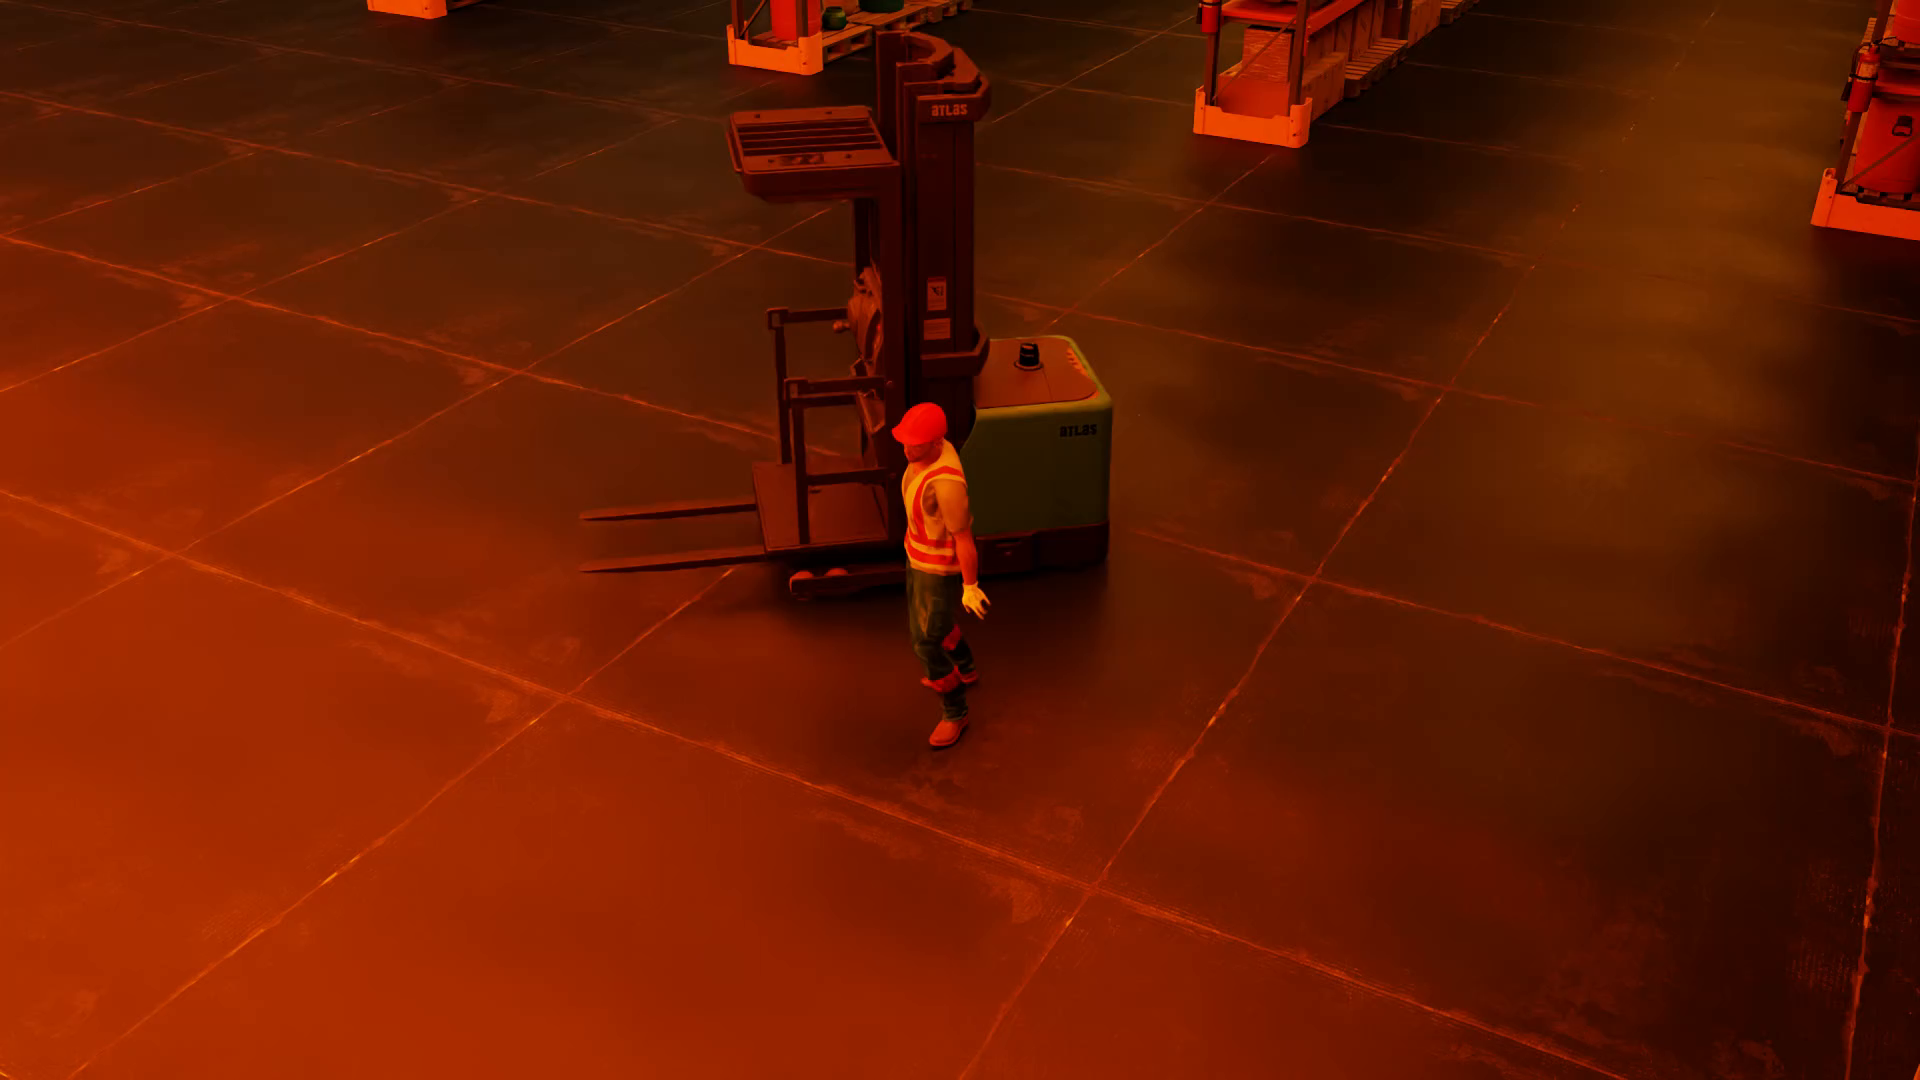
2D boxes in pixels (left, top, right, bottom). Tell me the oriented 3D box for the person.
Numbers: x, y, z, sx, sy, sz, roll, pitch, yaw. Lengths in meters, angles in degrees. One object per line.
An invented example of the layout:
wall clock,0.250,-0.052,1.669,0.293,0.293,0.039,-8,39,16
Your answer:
person,-0.111,0.079,8.159,0.462,1.748,0.869,-6,31,-10

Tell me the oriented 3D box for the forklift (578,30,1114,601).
forklift,-0.699,-1.211,9.169,3.031,2.935,1.130,-5,30,-9
